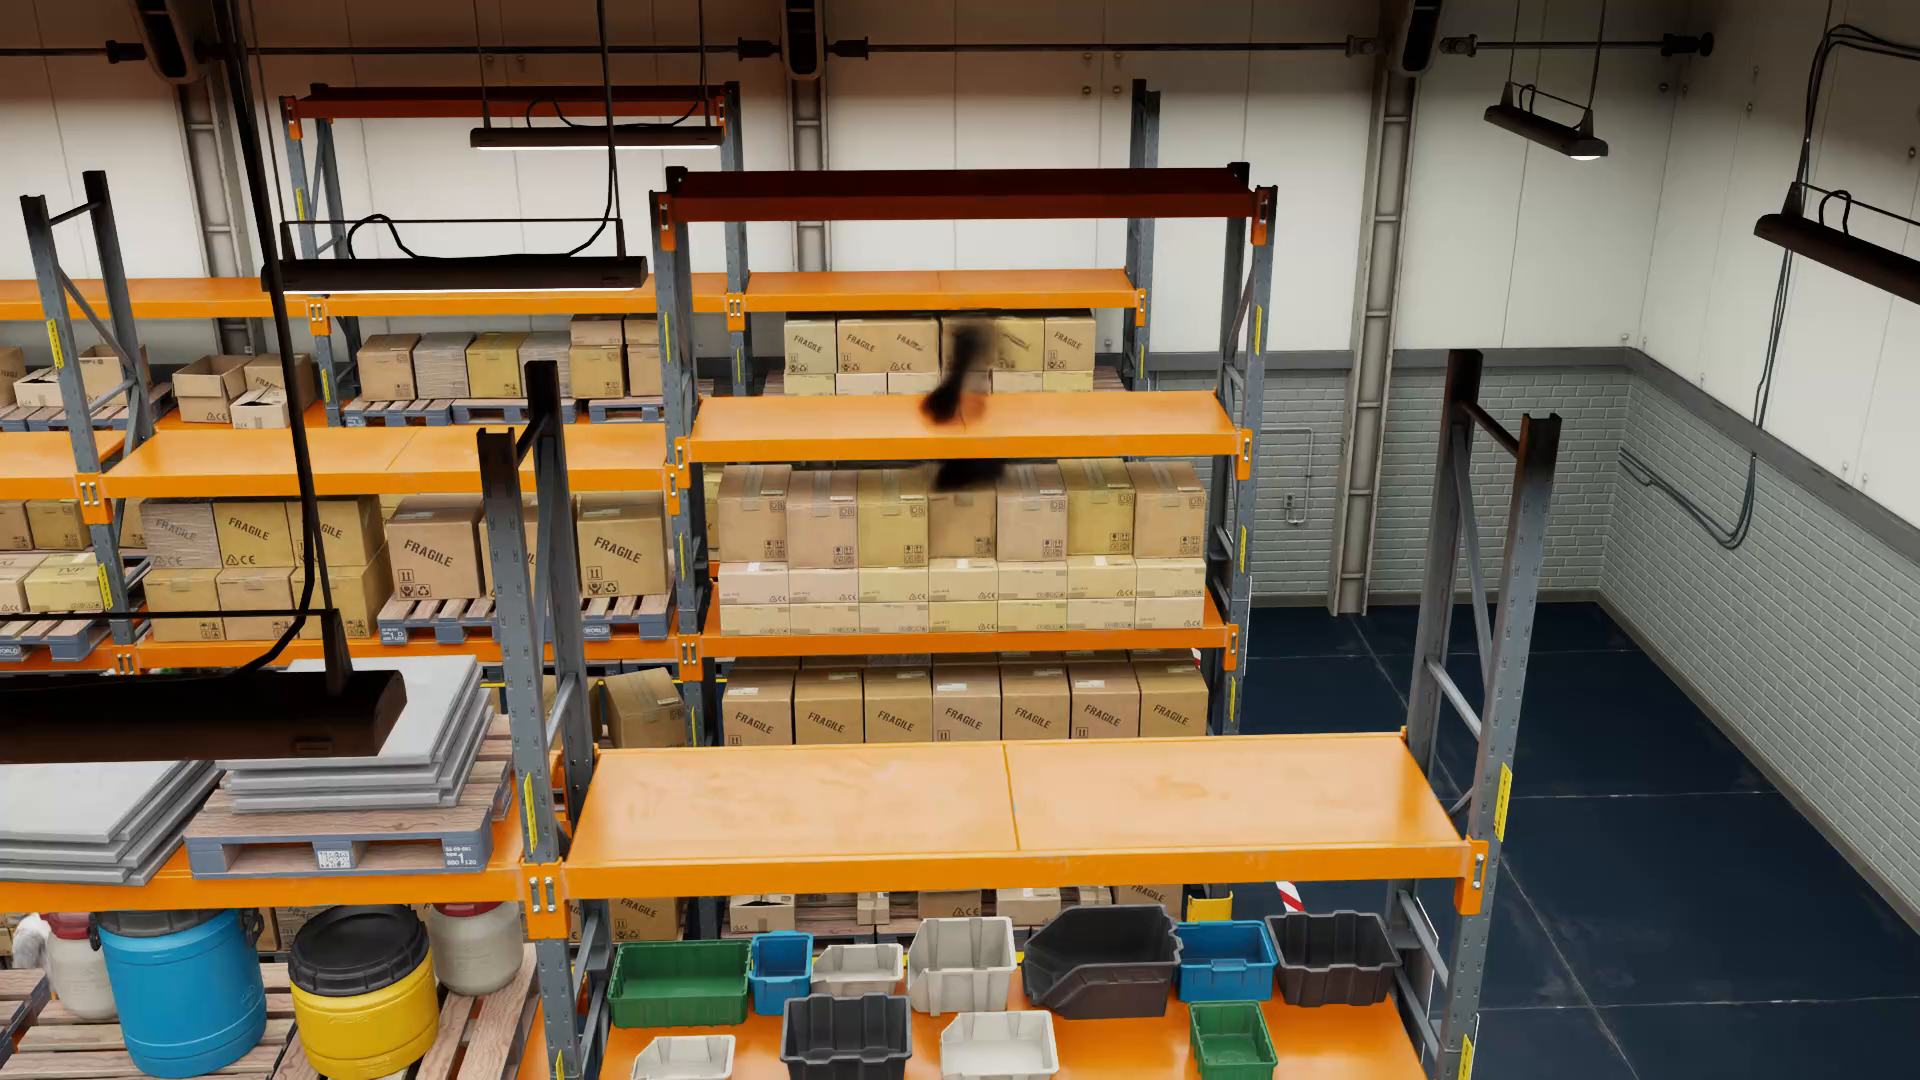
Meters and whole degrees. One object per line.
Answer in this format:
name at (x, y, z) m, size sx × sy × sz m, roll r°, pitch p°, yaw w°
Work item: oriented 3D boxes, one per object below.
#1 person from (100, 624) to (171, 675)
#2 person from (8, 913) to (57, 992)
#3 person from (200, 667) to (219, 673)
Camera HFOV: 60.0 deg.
person at (-7.757, 1.277, 15.796) m, size 0.674 × 1.738 × 0.843 m, roll 17°, pitch 28°, yaw 36°
person at (-6.237, 3.011, 11.418) m, size 0.772 × 1.714 × 0.649 m, roll -2°, pitch 22°, yaw -6°
person at (-6.419, 1.714, 14.774) m, size 0.656 × 1.655 × 0.581 m, roll -6°, pitch 23°, yaw -14°
